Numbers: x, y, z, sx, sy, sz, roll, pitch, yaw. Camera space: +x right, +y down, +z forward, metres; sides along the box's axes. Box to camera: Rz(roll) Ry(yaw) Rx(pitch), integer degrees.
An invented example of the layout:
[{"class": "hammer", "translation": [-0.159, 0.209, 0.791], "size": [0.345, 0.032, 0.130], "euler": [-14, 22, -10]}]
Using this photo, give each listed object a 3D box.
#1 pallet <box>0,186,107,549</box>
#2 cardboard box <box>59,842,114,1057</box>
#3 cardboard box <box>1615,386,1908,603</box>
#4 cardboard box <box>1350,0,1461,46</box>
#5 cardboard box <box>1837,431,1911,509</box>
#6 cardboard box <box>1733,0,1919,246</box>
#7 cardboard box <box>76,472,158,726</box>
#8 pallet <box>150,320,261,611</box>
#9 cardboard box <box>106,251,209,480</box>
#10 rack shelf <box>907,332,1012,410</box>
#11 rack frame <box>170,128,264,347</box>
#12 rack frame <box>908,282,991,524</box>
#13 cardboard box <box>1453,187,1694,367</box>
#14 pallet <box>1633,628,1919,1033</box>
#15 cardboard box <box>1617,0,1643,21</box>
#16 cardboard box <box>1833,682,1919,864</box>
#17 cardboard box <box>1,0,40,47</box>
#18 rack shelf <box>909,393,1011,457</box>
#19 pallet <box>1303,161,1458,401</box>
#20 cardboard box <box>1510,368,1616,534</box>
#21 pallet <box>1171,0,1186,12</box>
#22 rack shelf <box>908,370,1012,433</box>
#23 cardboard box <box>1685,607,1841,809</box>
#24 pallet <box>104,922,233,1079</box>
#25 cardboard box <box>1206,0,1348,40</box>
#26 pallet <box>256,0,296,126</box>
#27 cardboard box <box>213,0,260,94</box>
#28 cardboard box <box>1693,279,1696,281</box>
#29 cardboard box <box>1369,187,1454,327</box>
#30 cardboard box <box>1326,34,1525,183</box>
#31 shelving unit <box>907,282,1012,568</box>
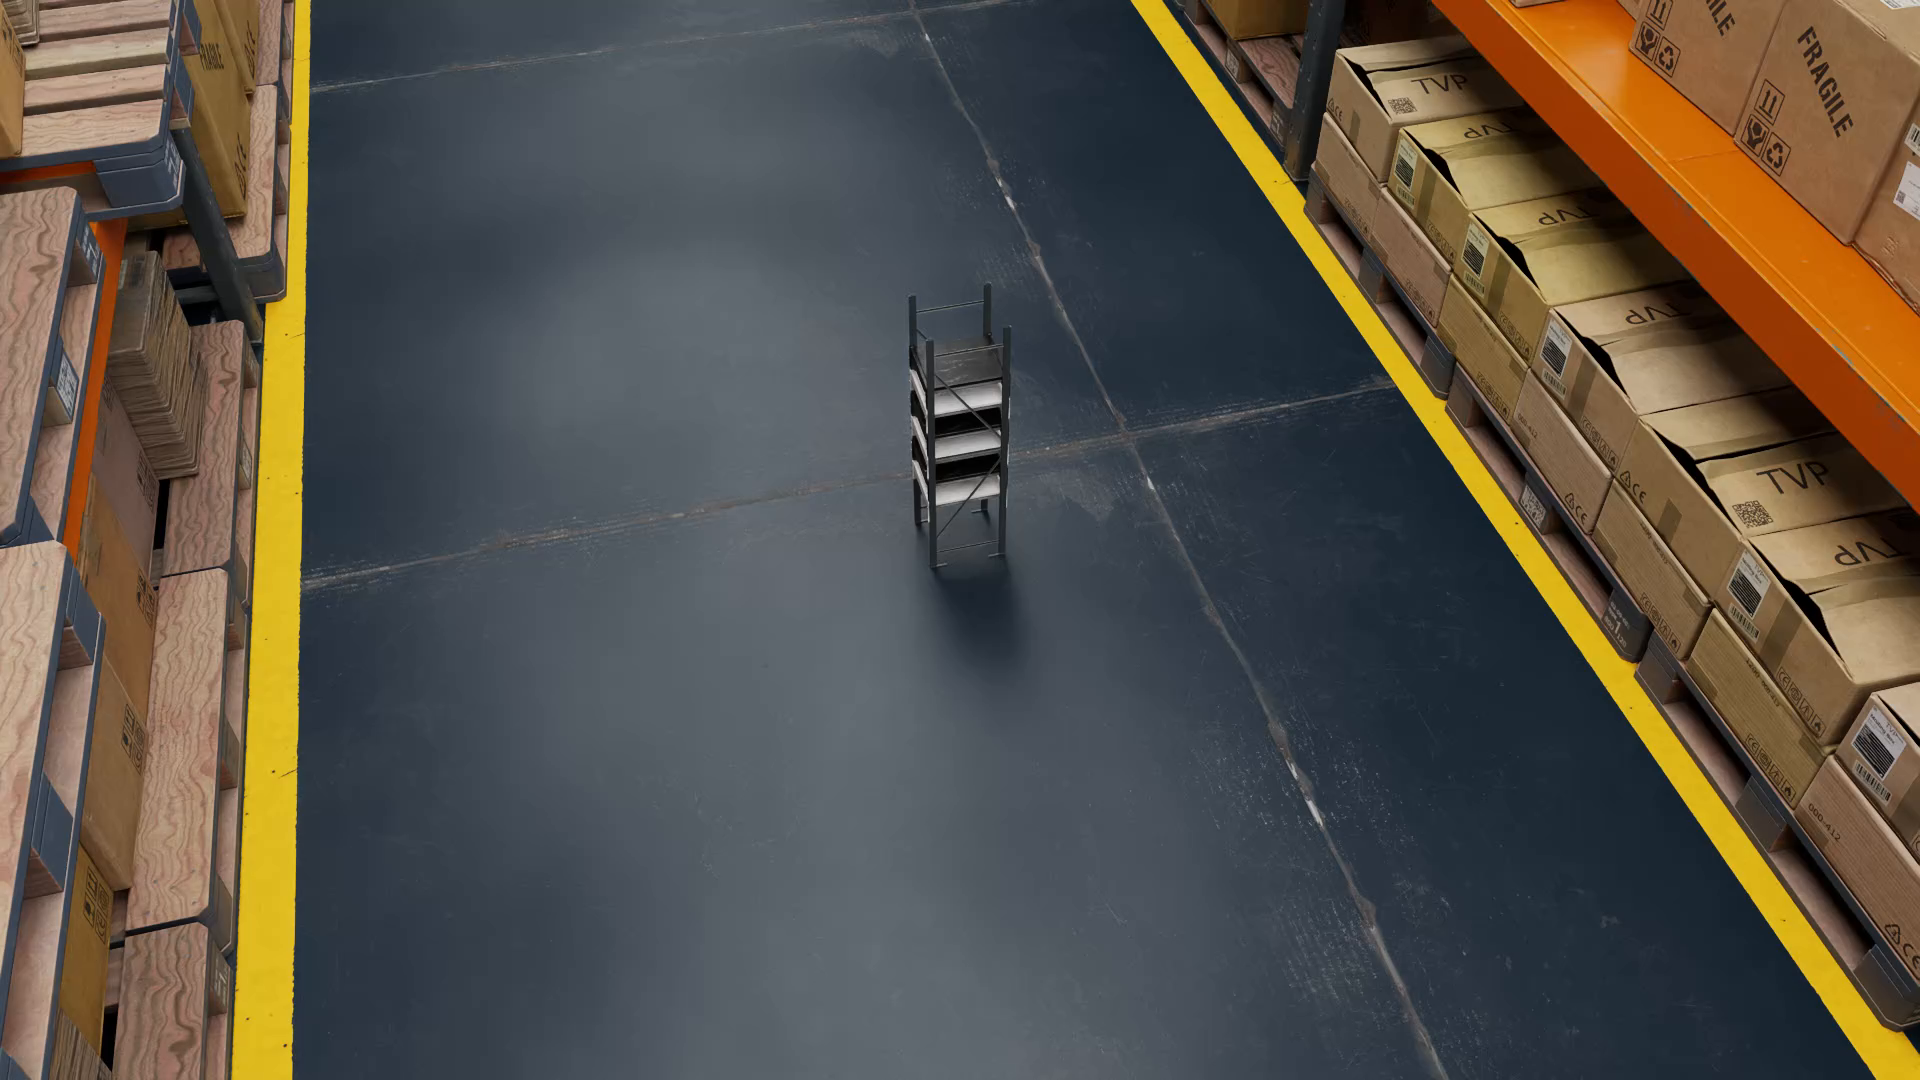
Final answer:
[{"class": "pallet", "translation": [-2.439, -0.270, 3.549], "size": [1.003, 0.211, 1.213], "euler": [-11, 47, -10]}, {"class": "cardboard box", "translation": [-2.347, 0.934, 3.677], "size": [0.700, 0.500, 0.500], "euler": [-12, 47, -11]}, {"class": "cardboard box", "translation": [2.181, -0.154, 4.539], "size": [0.500, 0.311, 0.500], "euler": [-11, 47, -10]}, {"class": "cardboard box", "translation": [1.962, -2.250, 6.797], "size": [0.500, 0.500, 0.500], "euler": [-9, 46, -9]}, {"class": "cardboard box", "translation": [2.704, -0.258, 4.642], "size": [0.500, 0.311, 0.500], "euler": [-12, 47, -12]}, {"class": "cardboard box", "translation": [2.382, -1.121, 4.178], "size": [0.500, 0.500, 0.500], "euler": [-11, 47, -10]}, {"class": "cardboard box", "translation": [-2.577, 0.227, 4.370], "size": [0.700, 0.500, 0.500], "euler": [-11, 47, -11]}, {"class": "pallet", "translation": [-2.787, -0.181, 5.279], "size": [1.003, 0.211, 1.213], "euler": [-11, 47, -10]}, {"class": "cardboard box", "translation": [-2.751, -0.488, 5.070], "size": [0.700, 0.500, 0.500], "euler": [-10, 46, -10]}, {"class": "rack shelf", "translation": [-0.002, -0.486, 4.765], "size": [0.258, 0.077, 0.200], "euler": [-11, 47, -10]}, {"class": "rack frame", "translation": [-2.986, -1.696, 4.812], "size": [1.000, 3.000, 0.127], "euler": [-11, 47, -10]}, {"class": "rack frame", "translation": [-0.028, -0.391, 5.003], "size": [0.240, 0.900, 0.006], "euler": [-11, 47, -10]}, {"class": "cardboard box", "translation": [1.923, -0.857, 5.228], "size": [0.500, 0.311, 0.500], "euler": [-12, 47, -11]}, {"class": "pallet", "translation": [2.600, 0.631, 4.483], "size": [1.003, 0.211, 1.213], "euler": [-11, 47, -10]}, {"class": "cardboard box", "translation": [2.183, -1.647, 4.939], "size": [0.380, 0.149, 0.250], "euler": [-8, 46, -7]}, {"class": "cardboard box", "translation": [2.445, 0.549, 3.850], "size": [0.500, 0.311, 0.500], "euler": [-11, 47, -10]}, {"class": "cardboard box", "translation": [-2.856, -1.563, 4.303], "size": [0.700, 0.500, 0.500], "euler": [-16, 48, -15]}, {"class": "rack shelf", "translation": [-0.002, -0.360, 4.894], "size": [0.258, 0.077, 0.200], "euler": [-11, 47, -10]}, {"class": "pallet", "translation": [1.975, -1.053, 6.134], "size": [1.003, 0.211, 1.213], "euler": [-11, 47, -10]}, {"class": "cardboard box", "translation": [2.052, -0.315, 5.090], "size": [0.500, 0.250, 0.500], "euler": [-10, 46, -10]}, {"class": "pallet", "translation": [1.339, -2.992, 8.034], "size": [1.003, 0.211, 1.213], "euler": [-11, 47, -10]}, {"class": "rack shelf", "translation": [-0.002, -0.423, 4.829], "size": [0.258, 0.077, 0.200], "euler": [-11, 47, -10]}, {"class": "cardboard box", "translation": [2.312, 0.390, 4.399], "size": [0.500, 0.250, 0.500], "euler": [-11, 47, -11]}, {"class": "pallet", "translation": [-2.162, 1.504, 3.628], "size": [1.003, 0.211, 1.213], "euler": [-11, 47, -10]}, {"class": "cardboard box", "translation": [1.336, -2.487, 7.029], "size": [0.500, 0.500, 0.500], "euler": [-9, 46, -9]}, {"class": "pallet", "translation": [-3.423, -2.119, 7.179], "size": [1.003, 0.211, 1.213], "euler": [-11, 47, -10]}, {"class": "cardboard box", "translation": [-3.265, -2.229, 6.545], "size": [0.750, 0.750, 0.750], "euler": [-11, 47, -11]}, {"class": "cardboard box", "translation": [2.440, -0.962, 5.331], "size": [0.500, 0.311, 0.500], "euler": [-11, 47, -11]}, {"class": "cardboard box", "translation": [1.782, -1.027, 5.787], "size": [0.500, 0.250, 0.500], "euler": [-12, 47, -11]}, {"class": "cardboard box", "translation": [1.652, -1.570, 5.927], "size": [0.500, 0.311, 0.500], "euler": [-9, 46, -9]}, {"class": "shelving unit", "translation": [-0.002, -0.321, 4.934], "size": [0.258, 0.900, 0.210], "euler": [-11, 47, -10]}]
